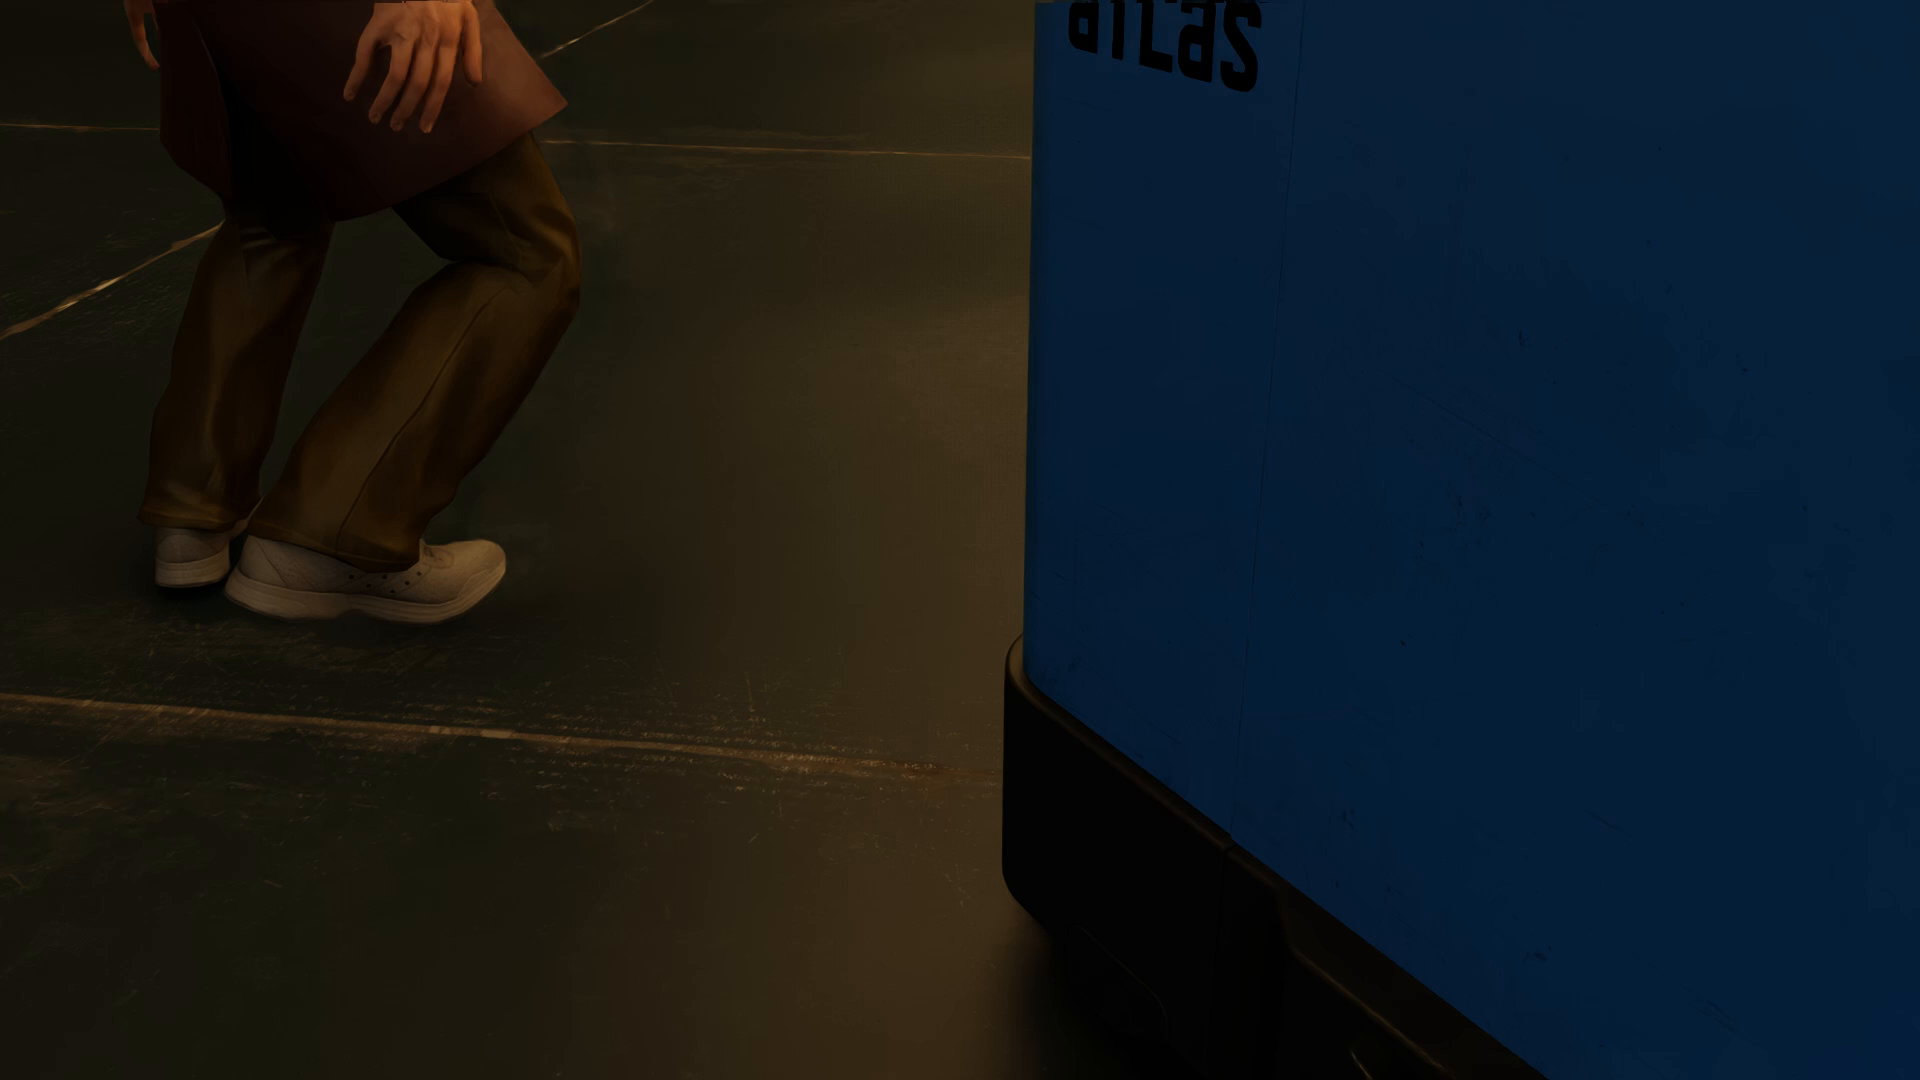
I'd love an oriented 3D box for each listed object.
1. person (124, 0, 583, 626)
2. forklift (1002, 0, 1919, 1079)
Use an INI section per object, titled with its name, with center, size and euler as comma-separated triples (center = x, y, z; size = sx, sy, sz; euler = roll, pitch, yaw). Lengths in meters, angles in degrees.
[person]
center = -0.830, -0.688, 2.008
size = 0.939, 1.687, 0.577
euler = 22, 34, 37
[forklift]
center = 1.268, -0.492, 0.202
size = 1.130, 2.935, 3.031
euler = -16, 31, -29
